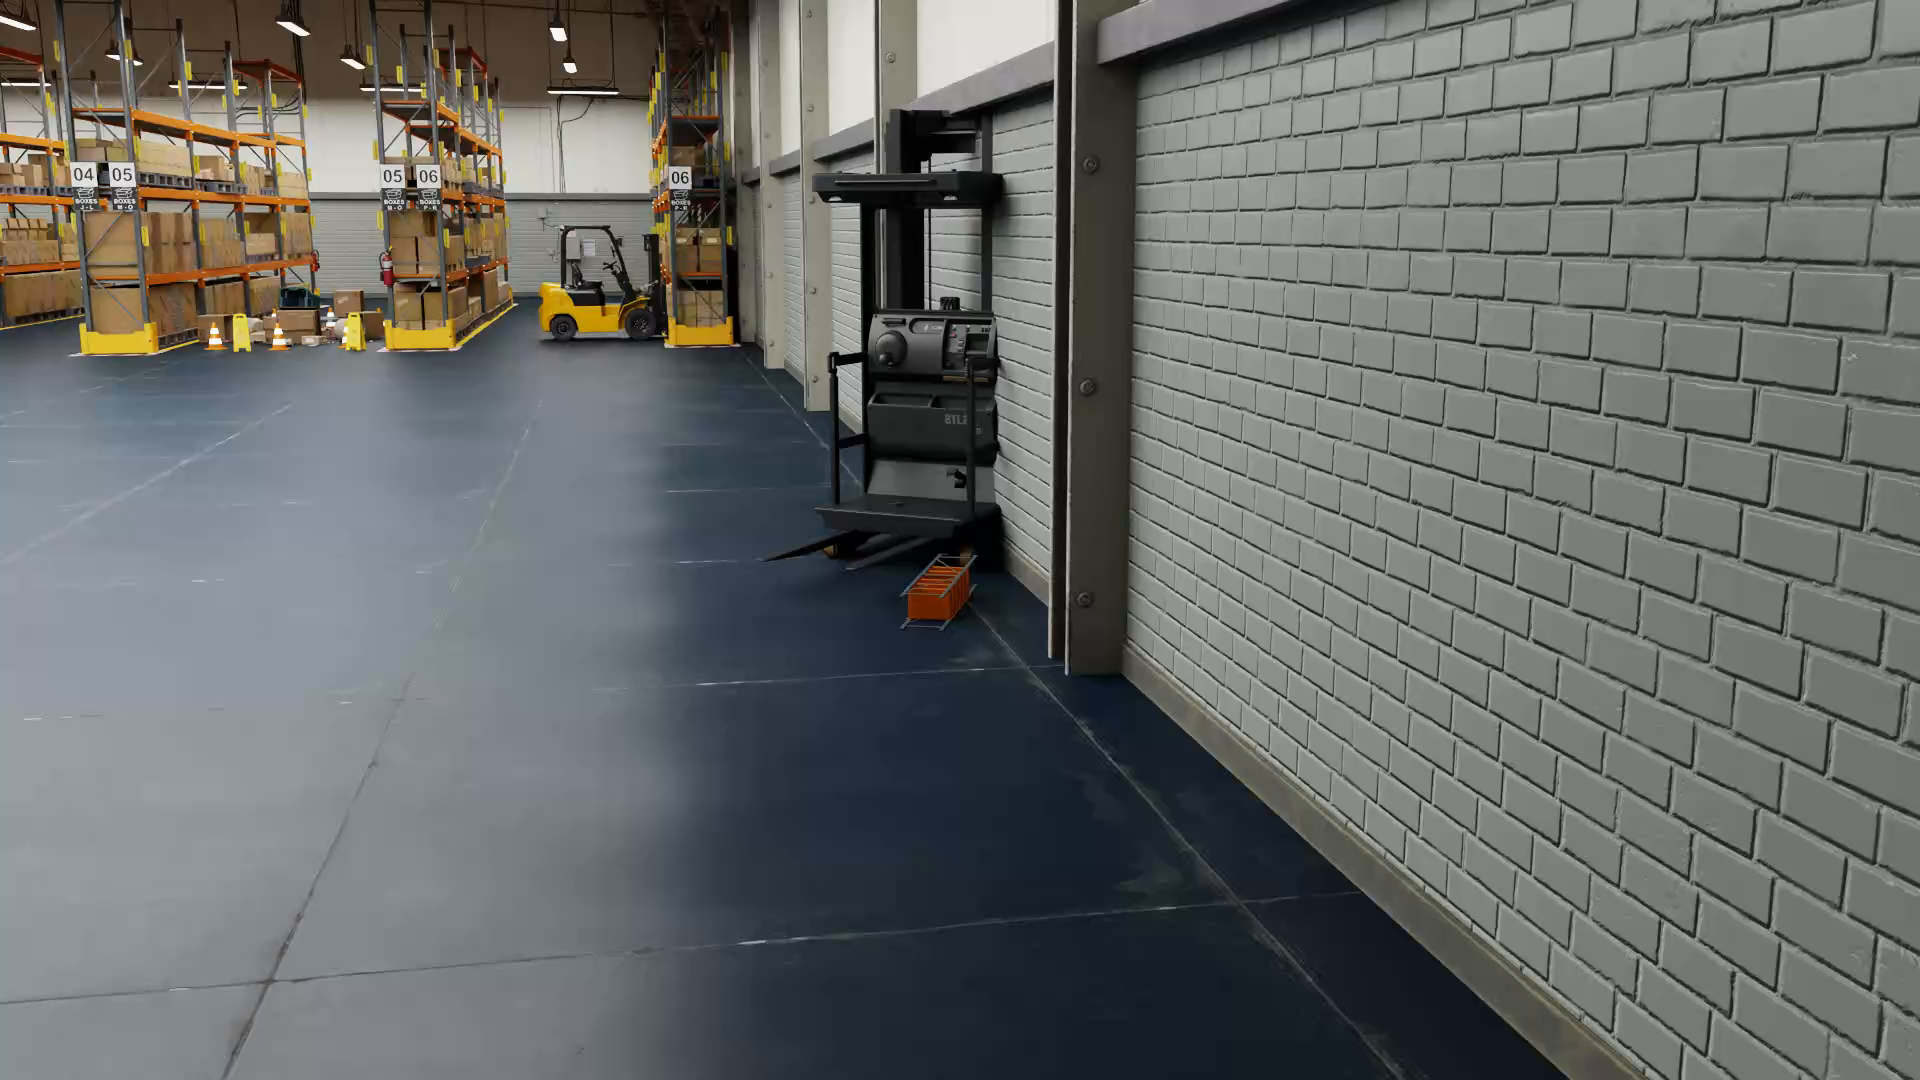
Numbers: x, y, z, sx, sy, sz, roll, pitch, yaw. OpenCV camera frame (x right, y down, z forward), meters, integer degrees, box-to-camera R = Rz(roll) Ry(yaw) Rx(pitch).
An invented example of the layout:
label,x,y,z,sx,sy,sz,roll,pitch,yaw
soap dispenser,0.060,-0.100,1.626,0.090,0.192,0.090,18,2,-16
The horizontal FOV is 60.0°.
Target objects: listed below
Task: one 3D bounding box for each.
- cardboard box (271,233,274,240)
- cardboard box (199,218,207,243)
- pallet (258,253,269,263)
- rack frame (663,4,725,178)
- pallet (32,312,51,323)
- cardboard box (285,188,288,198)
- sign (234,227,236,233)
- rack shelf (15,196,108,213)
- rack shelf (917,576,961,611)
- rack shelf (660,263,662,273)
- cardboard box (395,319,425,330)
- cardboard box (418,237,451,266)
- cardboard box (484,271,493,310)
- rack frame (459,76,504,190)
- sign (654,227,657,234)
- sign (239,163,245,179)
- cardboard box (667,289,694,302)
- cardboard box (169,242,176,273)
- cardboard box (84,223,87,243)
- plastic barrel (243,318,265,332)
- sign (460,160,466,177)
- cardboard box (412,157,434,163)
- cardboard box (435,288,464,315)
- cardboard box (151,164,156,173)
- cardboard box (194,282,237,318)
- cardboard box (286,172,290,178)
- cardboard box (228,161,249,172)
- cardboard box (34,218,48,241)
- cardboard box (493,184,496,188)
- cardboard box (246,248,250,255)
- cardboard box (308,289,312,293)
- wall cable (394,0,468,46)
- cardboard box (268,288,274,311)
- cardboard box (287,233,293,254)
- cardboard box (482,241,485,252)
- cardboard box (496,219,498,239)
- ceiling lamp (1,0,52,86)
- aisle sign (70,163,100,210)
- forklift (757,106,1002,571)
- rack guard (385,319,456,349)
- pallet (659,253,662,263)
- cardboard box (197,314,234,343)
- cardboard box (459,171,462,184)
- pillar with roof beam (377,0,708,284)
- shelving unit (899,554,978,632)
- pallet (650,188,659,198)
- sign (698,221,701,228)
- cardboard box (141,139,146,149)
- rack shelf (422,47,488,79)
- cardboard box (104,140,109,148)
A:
label,x,y,z,sx,sy,sz,roll,pitch,yaw
cardboard box,-16.542,-7.218,39.557,0.380,0.149,0.250,-2,11,-8
cardboard box,-15.460,-6.168,33.139,0.700,0.500,0.500,-2,11,-12
pallet,-16.459,-6.444,38.041,1.003,0.211,1.213,-2,11,-11
rack frame,-4.774,-8.036,29.849,1.000,3.000,0.127,-2,11,-11
pallet,-21.232,-5.015,37.481,1.003,0.211,1.213,-2,11,-11
cardboard box,-16.749,-8.496,40.689,0.500,0.250,0.500,-2,11,-12
sign,-17.343,-7.314,39.786,0.100,0.325,0.005,-2,11,-11
rack shelf,-22.086,-8.235,40.842,1.077,0.370,4.000,-2,11,-11
rack shelf,-0.124,0.306,9.571,0.258,0.180,0.103,2,11,10
rack shelf,-6.719,-6.569,40.113,1.077,0.370,4.000,-2,11,-11
cardboard box,-10.068,-3.906,30.426,0.500,0.250,0.500,-2,11,-11
cardboard box,-9.462,-5.200,29.930,0.500,0.500,0.500,-2,11,-12
cardboard box,-11.420,-5.831,38.868,0.875,0.875,0.875,-2,11,-10
rack frame,-12.754,-10.789,44.315,1.000,3.000,0.127,-2,11,-11
sign,-7.639,-7.694,41.781,0.100,0.325,0.005,-2,11,-11
sign,-15.488,-7.961,35.885,0.100,0.325,0.005,-2,11,-11
cardboard box,-5.275,-4.602,31.409,0.500,0.250,0.500,-2,11,-10
cardboard box,-14.852,-5.152,30.342,0.875,0.550,0.500,-2,11,-11
cardboard box,-22.122,-7.843,42.479,0.500,0.500,0.500,-2,11,-10
plastic barrel,-13.531,-4.025,31.710,0.512,0.421,0.421,6,12,28
sign,-9.889,-7.390,33.094,0.100,0.325,0.005,-2,11,-11
cardboard box,-9.511,-6.722,29.508,0.380,0.149,0.250,-2,11,-11
cardboard box,-9.841,-4.580,31.960,0.500,0.500,0.500,-2,11,-8
cardboard box,-14.378,-6.528,29.232,0.380,0.149,0.250,-2,11,-11
cardboard box,-15.830,-5.002,34.849,1.050,0.750,0.750,-2,11,-10
cardboard box,-16.839,-9.056,41.230,0.380,0.149,0.250,-2,11,-8
cardboard box,-16.031,-8.299,36.940,0.396,0.266,0.258,-2,11,-11
cardboard box,-21.564,-7.173,38.411,0.797,0.503,0.637,-2,11,-12
cardboard box,-12.418,-9.294,43.765,0.380,0.149,0.250,-3,11,-15
cardboard box,-15.975,-6.398,36.836,0.380,0.149,0.250,-2,11,-8
cardboard box,-17.207,-6.509,43.578,0.380,0.149,0.250,-2,11,-13
wall cable,-15.654,-14.712,48.883,2.355,3.000,0.029,-2,11,-11
cardboard box,-16.226,-5.573,38.518,0.500,0.500,0.500,-2,11,-12
cardboard box,-16.764,-7.296,40.942,0.500,0.500,0.500,-2,11,-11
cardboard box,-11.054,-6.649,37.669,0.500,0.250,0.500,-2,11,-11
cardboard box,-11.923,-7.838,41.911,0.500,0.500,0.500,-2,11,-12
ceiling lamp,-25.385,-13.700,43.997,2.000,3.185,0.800,-2,11,-11
aisle sign,-14.758,-5.962,28.046,0.394,0.787,0.004,-2,11,-11
forklift,-0.267,-1.333,10.862,1.130,2.935,3.031,5,12,25
rack guard,-9.657,-3.693,29.765,1.175,0.500,0.348,-2,11,-11
pallet,-6.531,-6.583,38.776,1.213,0.211,1.003,-2,11,-11
cardboard box,-13.947,-3.968,31.203,0.500,0.500,0.500,0,11,-1
cardboard box,-10.070,-7.116,32.642,0.500,0.250,0.500,-2,11,-12
pillar with roof beam,-11.749,-11.341,47.214,9.100,9.000,0.548,-2,11,-11
shelving unit,-0.111,0.292,9.644,0.258,0.189,1.200,2,11,10
pallet,-6.845,-8.359,40.069,1.213,0.211,1.003,-2,11,-11
sign,-6.564,-7.879,41.974,0.100,0.325,0.005,-2,11,-11
cardboard box,-14.278,-6.825,28.659,0.380,0.149,0.250,-2,11,-11
rack shelf,-11.587,-10.968,38.289,1.077,0.370,4.000,-2,11,-11
cardboard box,-14.973,-6.849,28.782,0.380,0.149,0.250,-2,11,-10
